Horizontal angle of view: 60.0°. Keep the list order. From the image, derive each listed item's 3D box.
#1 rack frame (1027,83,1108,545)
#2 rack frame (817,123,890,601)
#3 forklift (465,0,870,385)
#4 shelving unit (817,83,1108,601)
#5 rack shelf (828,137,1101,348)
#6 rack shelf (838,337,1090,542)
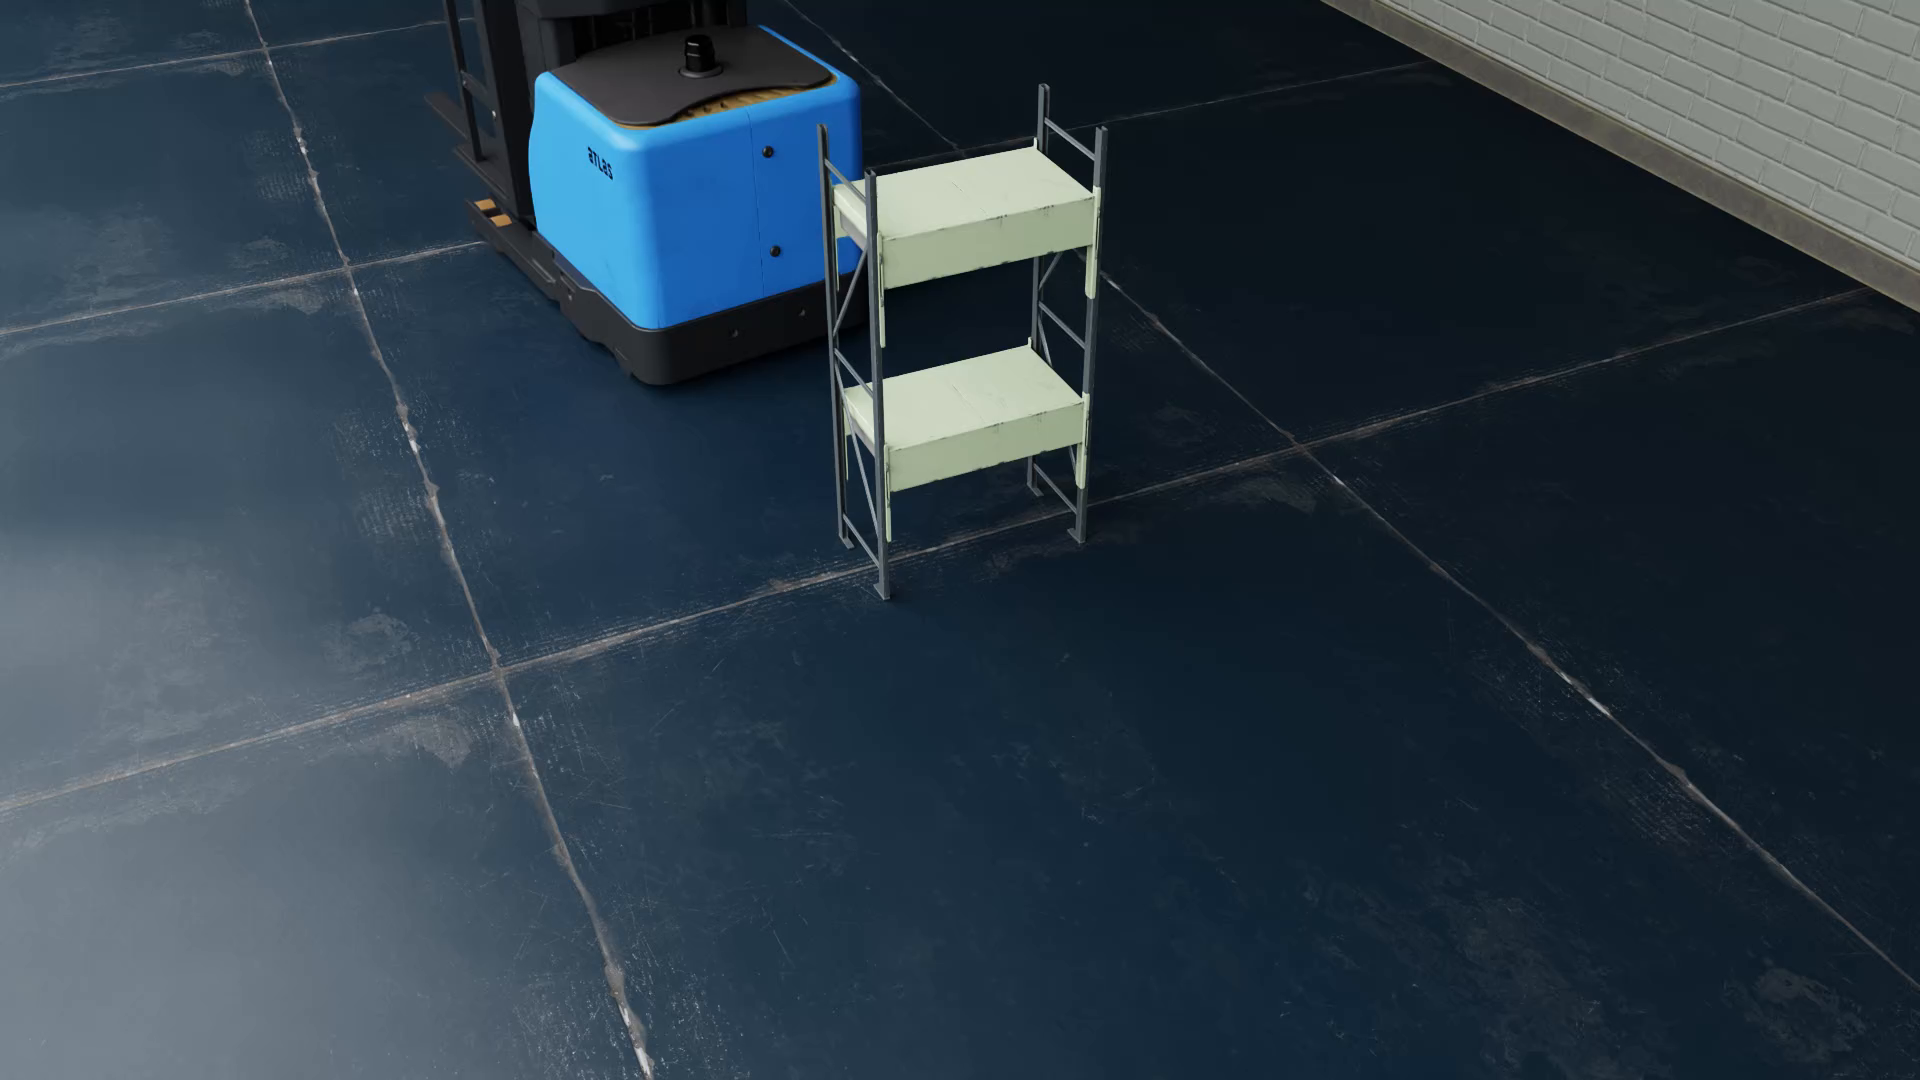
[{"bbox_3d":[0.337,-0.697,5.430,0.023,1.500,0.400,-16,39,-20],"label":"rack frame"},{"bbox_3d":[-0.325,-0.511,5.181,0.023,1.500,0.400,-16,39,-20],"label":"rack frame"},{"bbox_3d":[-1.598,-2.617,6.818,1.130,2.935,3.031,-22,42,-26],"label":"forklift"},{"bbox_3d":[0.006,-0.604,5.305,0.755,1.500,0.431,-16,39,-20],"label":"shelving unit"},{"bbox_3d":[0.006,-0.918,5.073,0.720,0.370,0.431,-16,39,-20],"label":"rack shelf"},{"bbox_3d":[0.006,-0.342,5.500,0.720,0.370,0.431,-16,39,-20],"label":"rack shelf"}]
